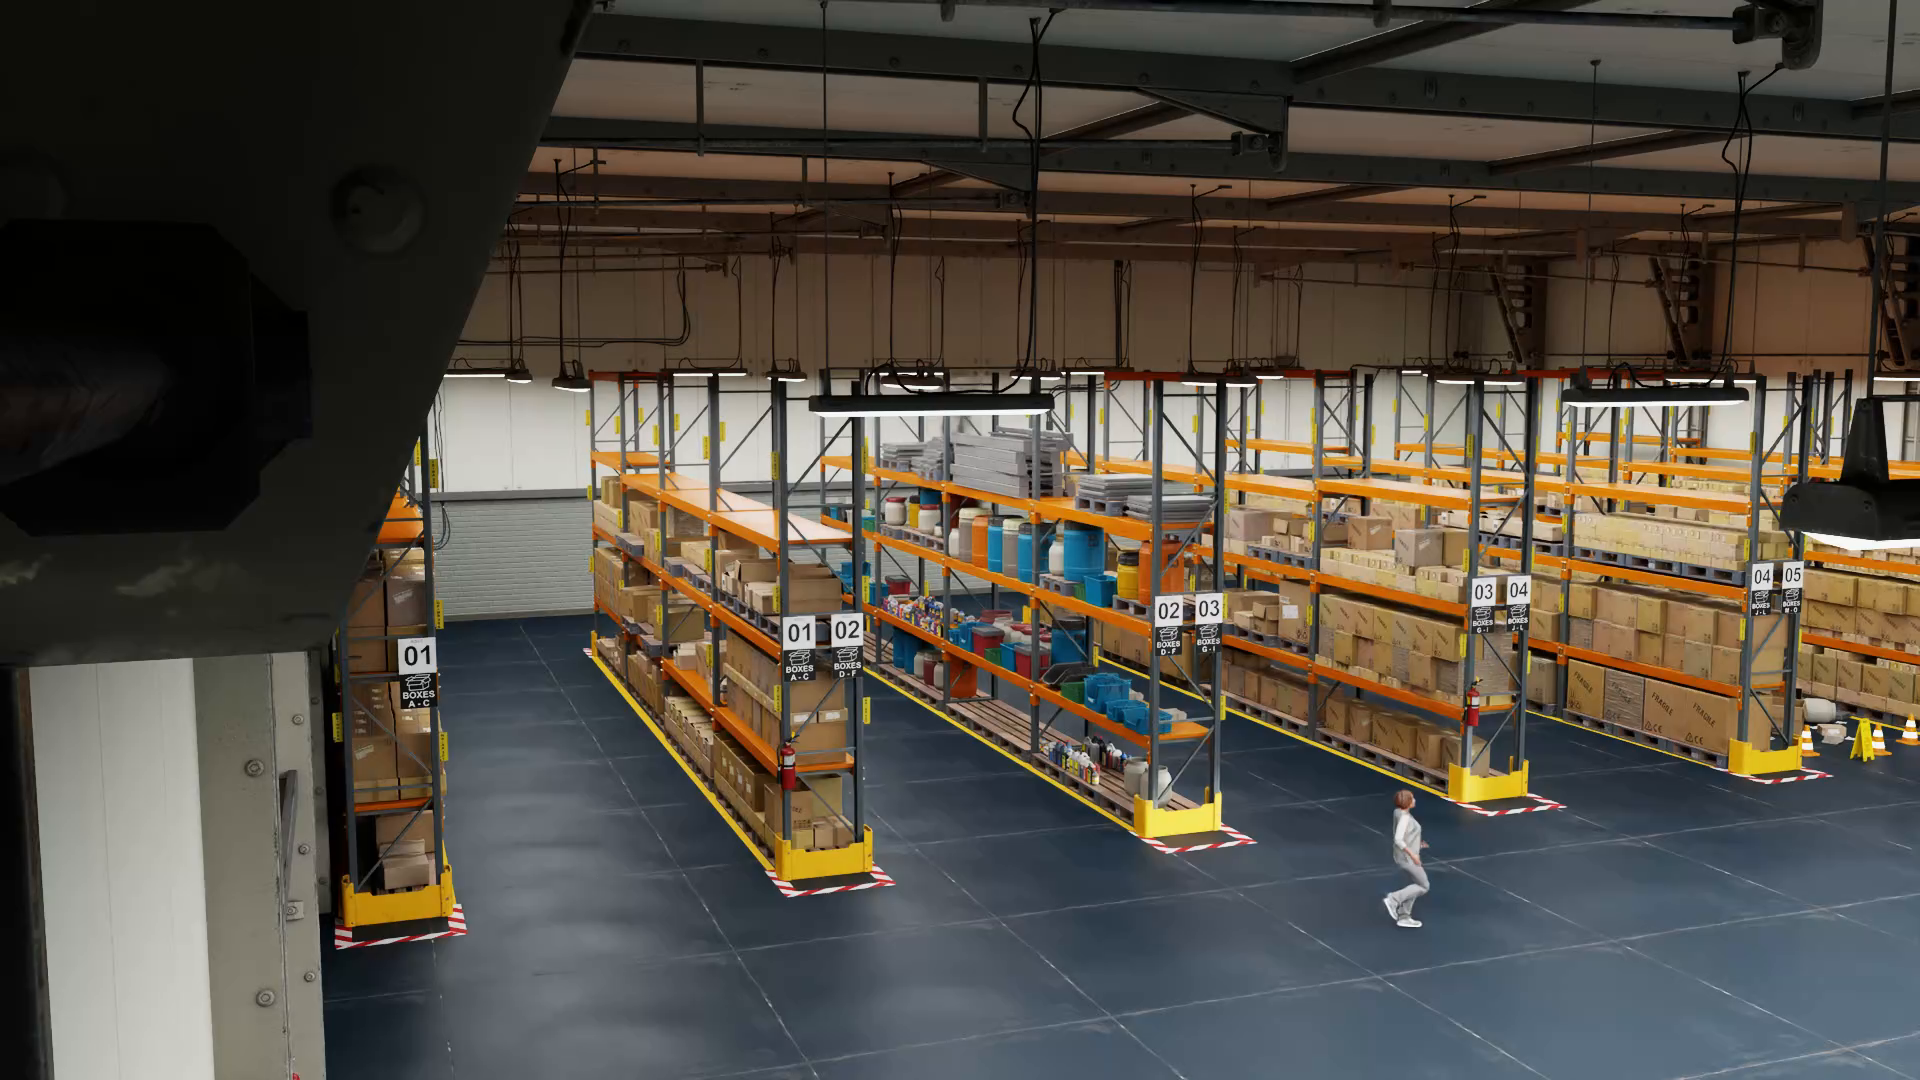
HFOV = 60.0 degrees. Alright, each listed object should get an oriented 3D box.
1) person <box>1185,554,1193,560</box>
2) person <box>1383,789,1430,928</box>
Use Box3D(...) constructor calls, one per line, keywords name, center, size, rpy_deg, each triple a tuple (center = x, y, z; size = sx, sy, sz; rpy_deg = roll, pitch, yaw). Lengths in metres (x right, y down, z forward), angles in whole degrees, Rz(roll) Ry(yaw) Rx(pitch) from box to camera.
Box3D(name="person", center=(5.318, 1.181, 38.994), size=(0.603, 1.725, 0.716), rpy_deg=(0, 6, -4))
Box3D(name="person", center=(4.935, 3.519, 18.358), size=(0.512, 1.552, 0.507), rpy_deg=(0, 6, 4))
